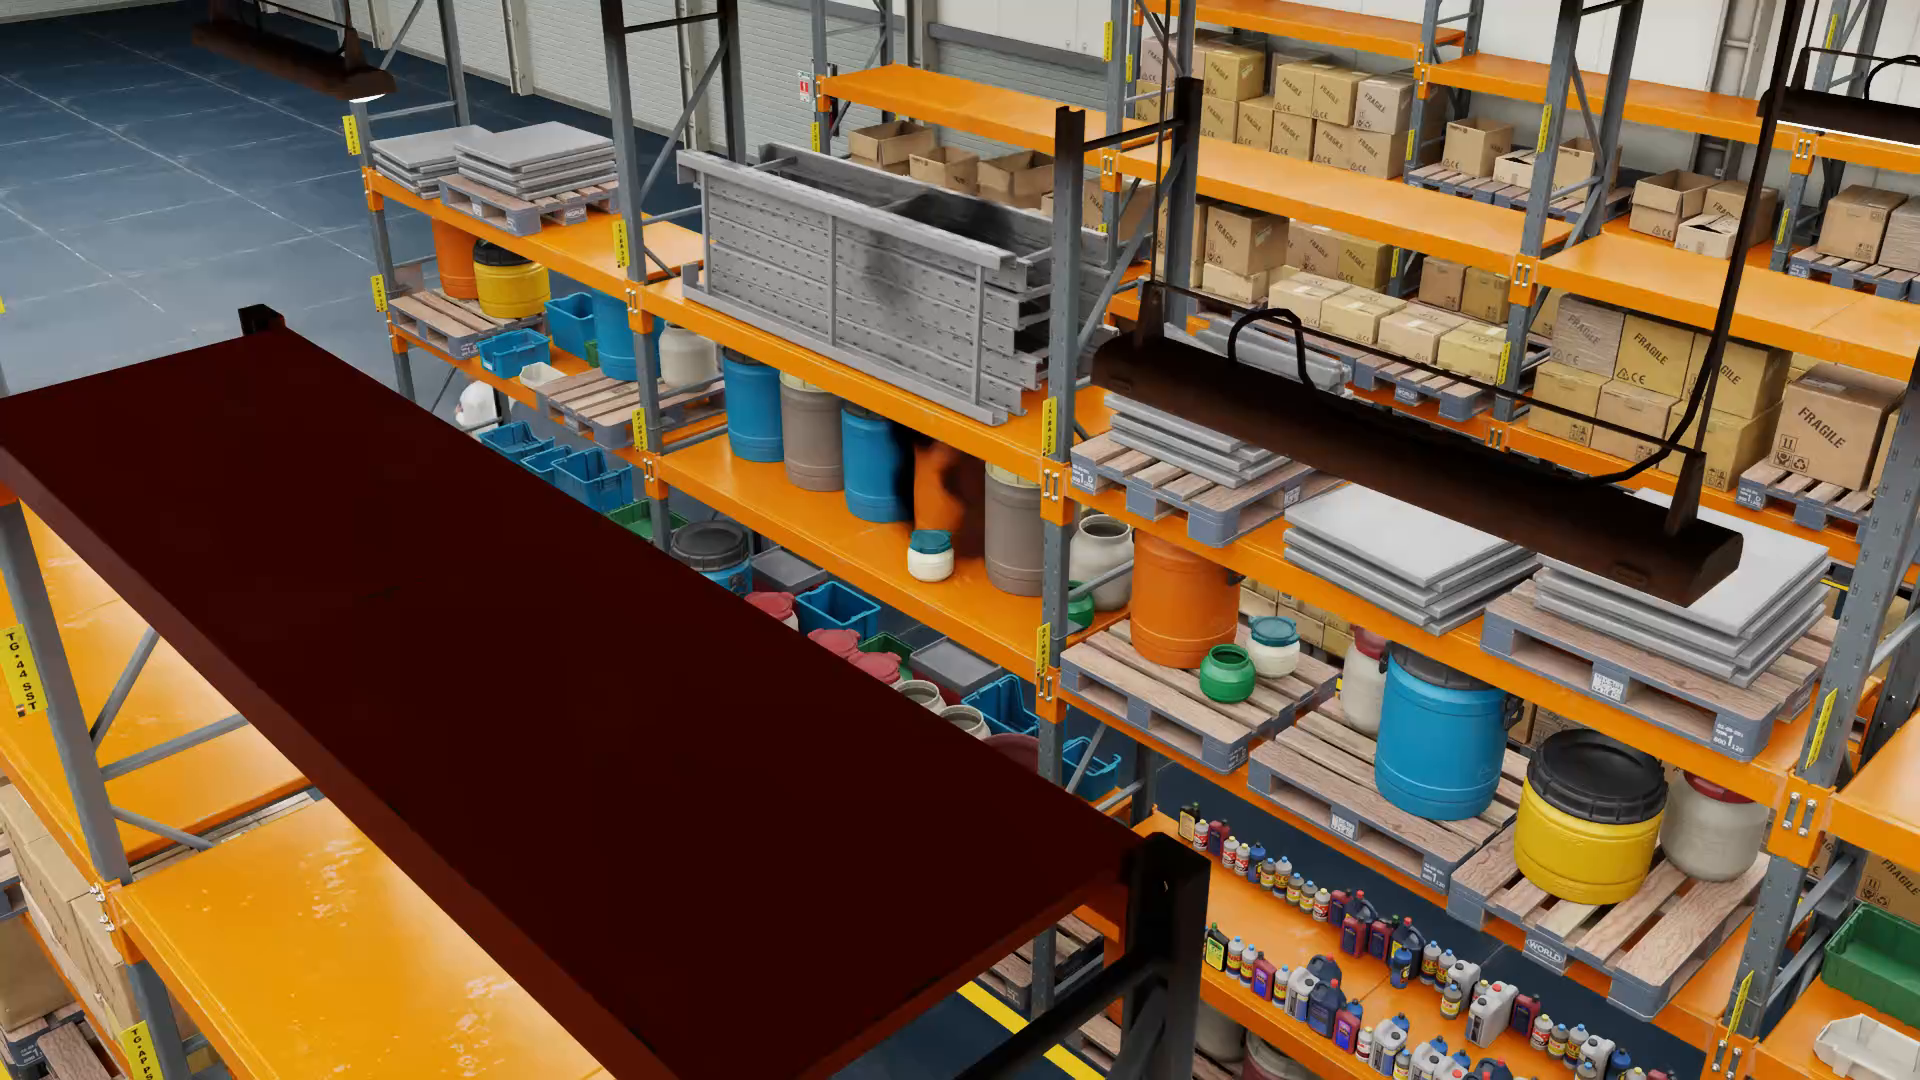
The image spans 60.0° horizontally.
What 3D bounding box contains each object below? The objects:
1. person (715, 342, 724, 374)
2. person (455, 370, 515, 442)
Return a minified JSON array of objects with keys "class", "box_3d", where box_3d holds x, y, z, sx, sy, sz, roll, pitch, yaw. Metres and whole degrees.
[{"class":"person","box_3d":[-2.933,-2.440,19.624,0.762,1.646,0.627,-4,28,-7]},{"class":"person","box_3d":[-4.842,-1.051,17.002,0.685,1.772,0.697,1,28,2]}]
